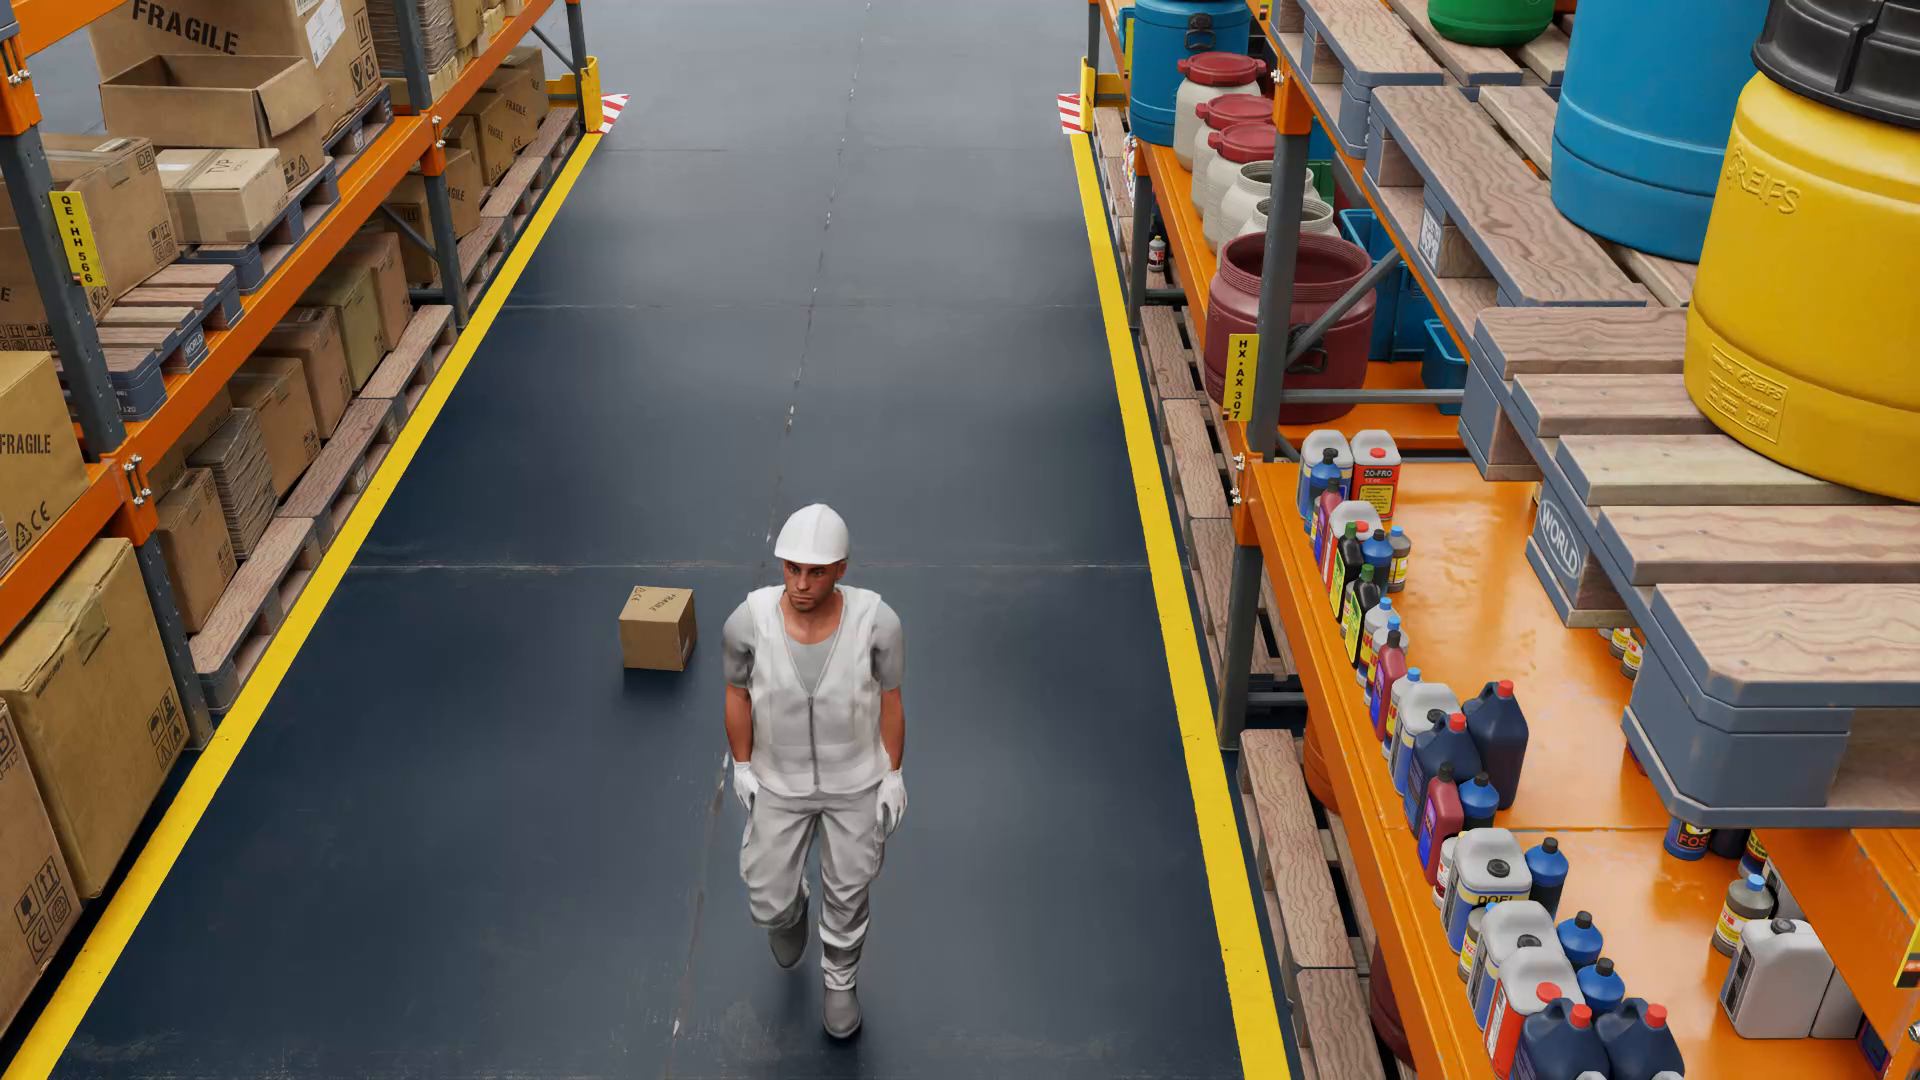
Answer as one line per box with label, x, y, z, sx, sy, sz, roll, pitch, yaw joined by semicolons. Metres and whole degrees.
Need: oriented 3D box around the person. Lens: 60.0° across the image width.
person;-0.421;0.685;4.935;0.533;1.781;0.506;-2;31;-3
